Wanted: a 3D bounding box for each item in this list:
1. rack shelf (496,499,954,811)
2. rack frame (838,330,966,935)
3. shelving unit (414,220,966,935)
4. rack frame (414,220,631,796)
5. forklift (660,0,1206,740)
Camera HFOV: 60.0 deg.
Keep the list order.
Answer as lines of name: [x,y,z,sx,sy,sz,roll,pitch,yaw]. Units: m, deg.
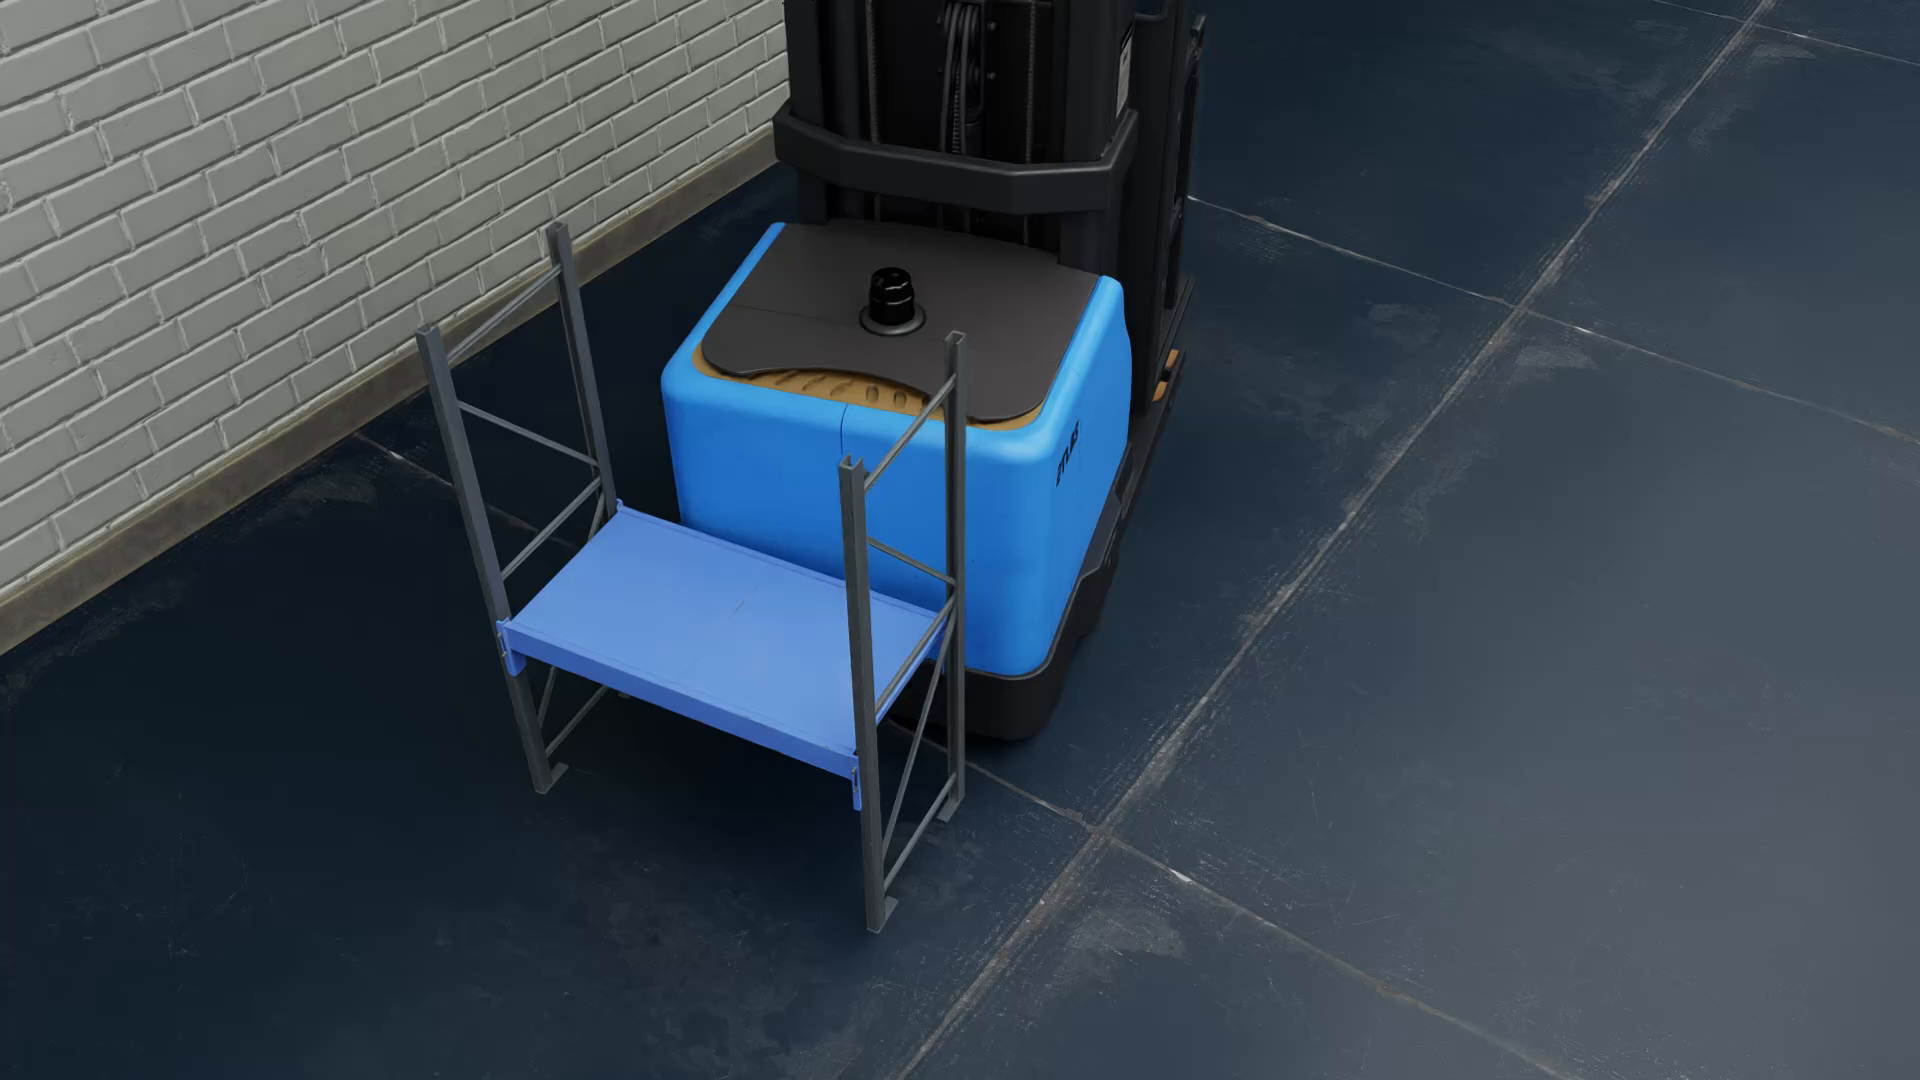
rack shelf: [-0.566,0.258,4.107,1.000,0.185,0.538,18,45,19]
rack frame: [-0.109,0.272,3.821,0.032,1.500,0.500,18,45,19]
shelving unit: [-0.566,0.124,3.987,1.048,1.500,0.538,18,45,19]
rack frame: [-1.024,-0.024,4.152,0.032,1.500,0.500,18,45,19]
forklift: [0.157,-1.543,4.776,1.130,2.935,3.031,12,43,13]
